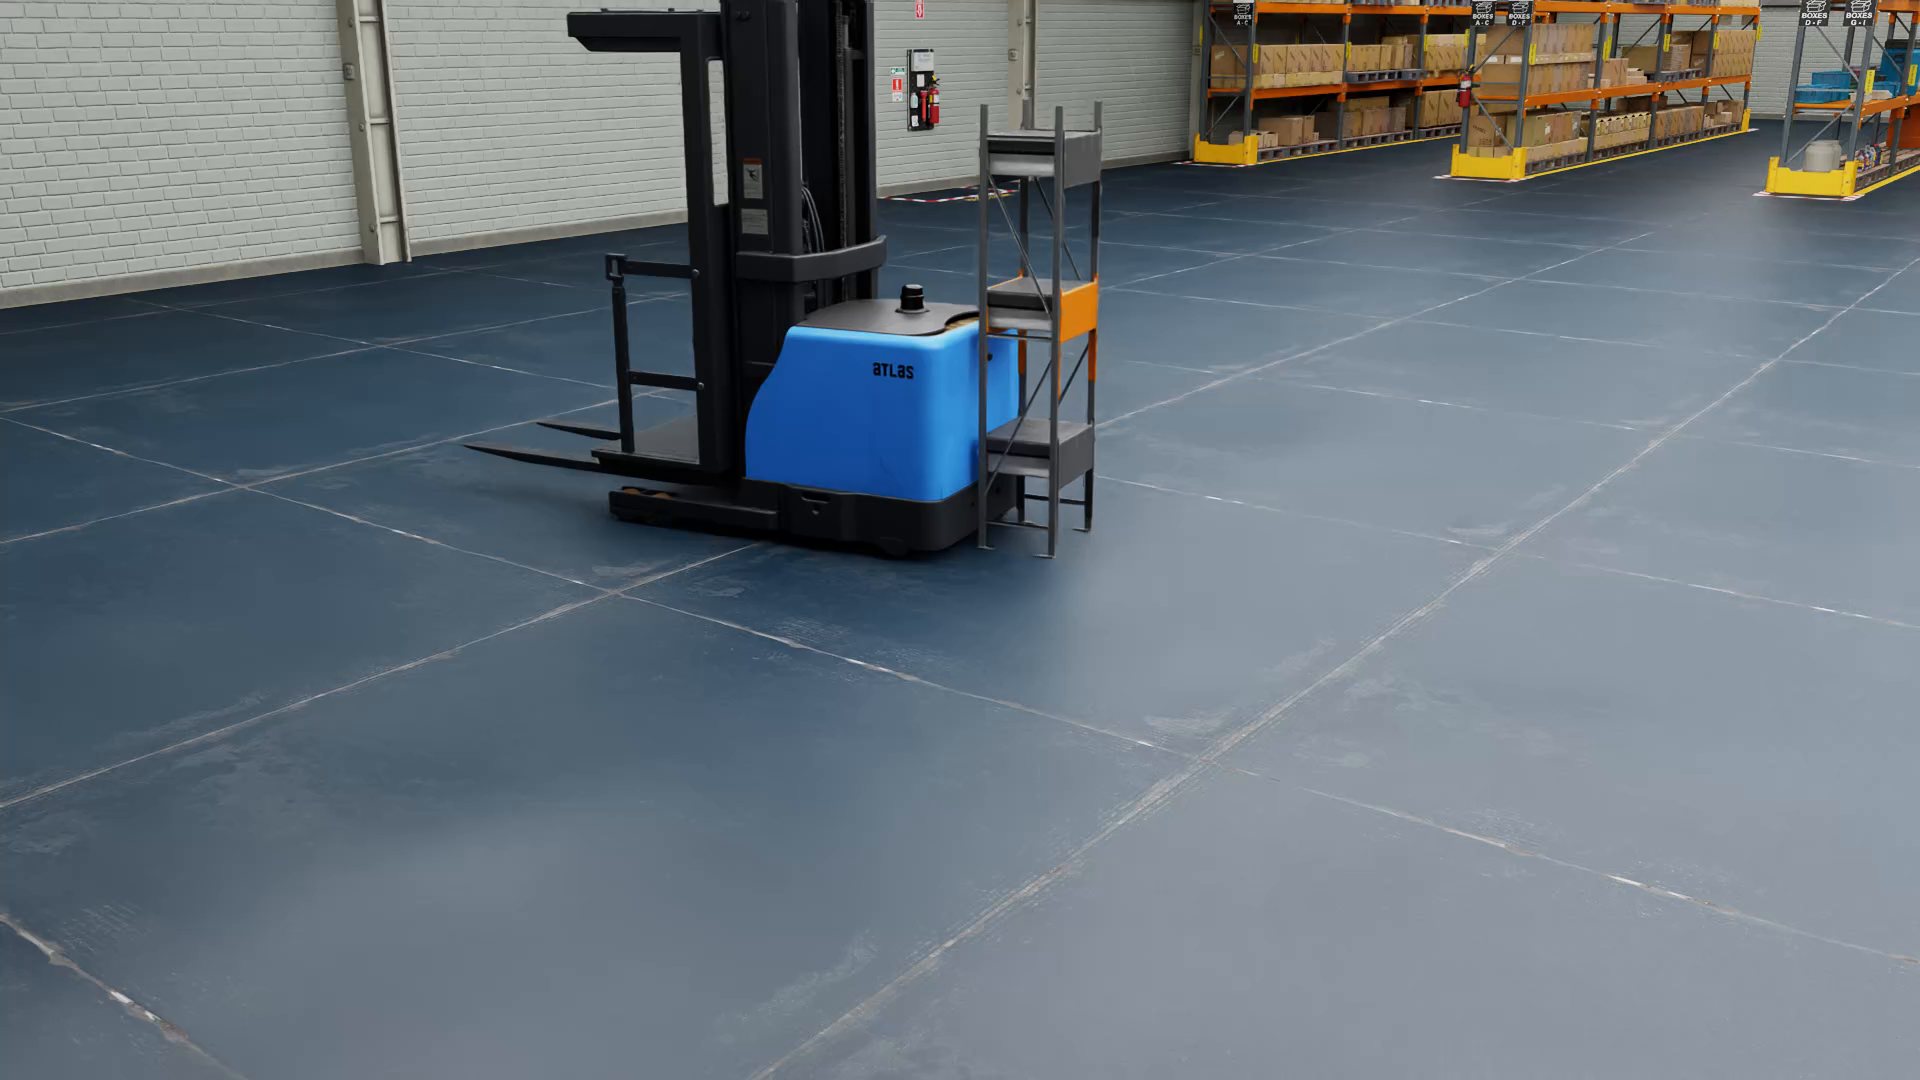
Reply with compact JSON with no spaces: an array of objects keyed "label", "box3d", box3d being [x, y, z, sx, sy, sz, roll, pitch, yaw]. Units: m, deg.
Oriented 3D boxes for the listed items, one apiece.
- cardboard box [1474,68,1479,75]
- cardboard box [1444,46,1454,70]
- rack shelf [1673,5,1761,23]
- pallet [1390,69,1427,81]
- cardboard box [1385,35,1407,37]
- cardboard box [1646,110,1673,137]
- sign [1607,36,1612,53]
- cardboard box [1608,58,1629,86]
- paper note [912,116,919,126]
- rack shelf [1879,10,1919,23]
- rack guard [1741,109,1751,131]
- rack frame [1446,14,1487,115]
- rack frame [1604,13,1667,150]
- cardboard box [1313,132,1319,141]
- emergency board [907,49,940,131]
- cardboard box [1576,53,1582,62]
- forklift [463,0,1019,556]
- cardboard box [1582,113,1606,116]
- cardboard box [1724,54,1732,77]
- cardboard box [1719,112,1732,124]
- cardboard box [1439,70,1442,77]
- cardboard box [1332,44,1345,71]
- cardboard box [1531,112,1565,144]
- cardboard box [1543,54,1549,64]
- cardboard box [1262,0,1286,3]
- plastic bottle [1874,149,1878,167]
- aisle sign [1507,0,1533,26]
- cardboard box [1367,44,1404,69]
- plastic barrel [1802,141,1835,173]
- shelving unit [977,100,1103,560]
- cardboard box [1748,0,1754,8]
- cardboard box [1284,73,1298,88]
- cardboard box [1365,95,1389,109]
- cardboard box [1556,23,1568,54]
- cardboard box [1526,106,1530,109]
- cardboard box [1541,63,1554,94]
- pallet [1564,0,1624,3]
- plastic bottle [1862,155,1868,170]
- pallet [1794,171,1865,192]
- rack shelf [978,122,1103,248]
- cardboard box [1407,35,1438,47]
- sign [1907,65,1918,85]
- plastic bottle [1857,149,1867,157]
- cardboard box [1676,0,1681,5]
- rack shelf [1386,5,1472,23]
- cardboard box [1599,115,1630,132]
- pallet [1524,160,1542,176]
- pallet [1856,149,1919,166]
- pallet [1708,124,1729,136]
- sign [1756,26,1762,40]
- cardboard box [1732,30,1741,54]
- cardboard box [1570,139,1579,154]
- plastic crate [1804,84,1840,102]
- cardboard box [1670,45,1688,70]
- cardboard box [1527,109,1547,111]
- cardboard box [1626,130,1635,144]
[{"label":"cardboard box","box3d":[11.893,-10.944,38.817,0.380,0.149,0.250,13,21,36]},{"label":"cardboard box","box3d":[10.726,-10.807,37.284,0.500,0.500,0.500,12,21,34]},{"label":"rack shelf","box3d":[17.170,-11.940,37.790,1.077,0.370,4.000,12,21,35]},{"label":"pallet","box3d":[9.276,-10.016,35.764,1.213,0.211,1.003,12,21,35]},{"label":"cardboard box","box3d":[9.677,-11.008,36.665,0.500,0.250,0.500,13,22,36]},{"label":"cardboard box","box3d":[14.404,-8.622,34.423,0.500,0.500,0.500,12,21,33]},{"label":"sign","box3d":[13.154,-10.031,33.668,0.100,0.325,0.005,12,21,35]},{"label":"cardboard box","box3d":[12.609,-9.067,32.215,0.500,0.500,0.500,11,20,32]},{"label":"paper note","box3d":[-0.668,-6.249,24.794,0.016,0.148,0.142,12,21,35]},{"label":"rack shelf","box3d":[16.380,-9.158,28.833,1.077,0.370,4.000,12,21,35]},{"label":"rack guard","box3d":[18.317,-10.116,39.975,1.175,0.500,0.348,12,21,35]},{"label":"rack frame","box3d":[11.998,-11.249,39.410,1.000,3.000,0.127,12,21,35]},{"label":"rack frame","box3d":[13.595,-9.422,33.527,1.000,3.000,0.127,12,21,35]},{"label":"cardboard box","box3d":[6.937,-8.068,33.202,0.380,0.166,0.250,9,20,28]},{"label":"emergency board","box3d":[-0.508,-6.700,24.760,0.194,1.169,0.643,12,21,35]},{"label":"cardboard box","box3d":[10.763,-8.540,29.424,0.380,0.149,0.250,12,21,35]},{"label":"forklift","box3d":[-1.237,-1.604,8.465,3.031,2.935,1.130,8,19,25]},{"label":"cardboard box","box3d":[12.436,-8.257,32.757,0.500,0.311,0.500,12,21,33]},{"label":"cardboard box","box3d":[17.104,-10.737,37.592,0.500,0.500,0.500,12,21,34]},{"label":"cardboard box","box3d":[17.646,-9.830,38.736,0.500,0.250,0.500,12,21,35]},{"label":"cardboard box","box3d":[10.579,-10.475,37.309,0.380,0.149,0.250,13,21,36]},{"label":"cardboard box","box3d":[7.198,-9.473,32.644,0.500,0.500,0.500,12,21,35]},{"label":"cardboard box","box3d":[10.223,-7.207,29.059,0.500,0.500,0.500,12,21,35]},{"label":"cardboard box","box3d":[9.692,-8.112,28.045,0.380,0.149,0.250,12,21,34]},{"label":"cardboard box","box3d":[5.597,-10.038,30.250,0.500,0.500,0.500,14,22,38]},{"label":"plastic bottle","box3d":[14.858,-6.210,27.021,0.061,0.283,0.133,14,22,38]},{"label":"aisle sign","box3d":[9.036,-8.688,26.781,0.394,0.787,0.004,12,21,35]},{"label":"cardboard box","box3d":[9.032,-10.303,35.452,0.700,0.500,0.500,10,20,30]},{"label":"plastic barrel","box3d":[13.135,-5.823,25.424,0.421,0.512,0.421,0,17,0]},{"label":"shelving unit","box3d":[0.377,-1.001,7.926,0.431,2.100,0.503,8,19,24]},{"label":"cardboard box","box3d":[17.961,-12.402,38.318,0.500,0.250,0.500,12,21,35]},{"label":"cardboard box","box3d":[6.000,-8.636,31.213,0.500,0.250,0.500,12,21,34]},{"label":"cardboard box","box3d":[8.838,-9.366,35.553,0.500,0.250,0.500,13,21,36]},{"label":"cardboard box","box3d":[10.056,-8.671,28.753,0.700,0.500,0.500,12,21,35]},{"label":"cardboard box","box3d":[14.045,-11.024,42.193,0.700,0.500,0.500,12,21,35]},{"label":"cardboard box","box3d":[9.727,-7.916,28.510,0.700,0.500,0.500,13,21,35]},{"label":"pallet","box3d":[11.727,-10.023,30.726,0.805,0.209,1.217,11,21,33]},{"label":"plastic bottle","box3d":[14.339,-6.006,26.385,0.097,0.271,0.097,0,17,0]},{"label":"pallet","box3d":[13.300,-5.528,25.688,1.003,0.211,1.213,12,21,35]},{"label":"rack shelf","box3d":[0.377,-1.656,7.723,0.431,0.518,0.480,8,19,24]},{"label":"cardboard box","box3d":[10.110,-10.923,36.393,0.500,0.250,0.500,13,22,36]},{"label":"sign","box3d":[15.623,-7.625,27.275,0.100,0.325,0.005,12,21,35]},{"label":"plastic bottle","box3d":[14.787,-6.273,27.236,0.152,0.276,0.135,12,21,35]},{"label":"cardboard box","box3d":[14.132,-11.134,33.812,0.910,0.500,0.500,12,21,35]},{"label":"rack shelf","box3d":[10.807,-11.862,37.538,1.077,0.370,4.000,12,21,35]},{"label":"cardboard box","box3d":[12.573,-8.045,32.076,0.500,0.311,0.500,13,22,36]},{"label":"pallet","box3d":[9.251,-6.374,28.415,1.003,0.211,1.213,12,21,35]},{"label":"pallet","box3d":[17.078,-7.036,30.547,1.003,0.211,1.213,12,21,35]},{"label":"pallet","box3d":[17.115,-9.498,38.474,1.003,0.211,1.213,12,21,35]},{"label":"sign","box3d":[18.796,-11.928,39.113,0.100,0.325,0.005,12,21,35]},{"label":"cardboard box","box3d":[17.406,-11.331,37.819,0.500,0.500,0.500,13,22,36]},{"label":"cardboard box","box3d":[10.805,-7.090,29.946,0.500,0.250,0.500,12,21,35]},{"label":"plastic crate","box3d":[13.254,-6.895,25.640,0.499,0.251,0.408,12,21,35]},{"label":"cardboard box","box3d":[14.976,-10.191,35.127,0.700,0.500,0.500,7,19,21]},{"label":"cardboard box","box3d":[10.393,-7.539,30.127,0.500,0.500,0.500,12,21,35]},{"label":"cardboard box","box3d":[12.871,-7.898,32.548,0.500,0.250,0.500,13,21,36]}]
